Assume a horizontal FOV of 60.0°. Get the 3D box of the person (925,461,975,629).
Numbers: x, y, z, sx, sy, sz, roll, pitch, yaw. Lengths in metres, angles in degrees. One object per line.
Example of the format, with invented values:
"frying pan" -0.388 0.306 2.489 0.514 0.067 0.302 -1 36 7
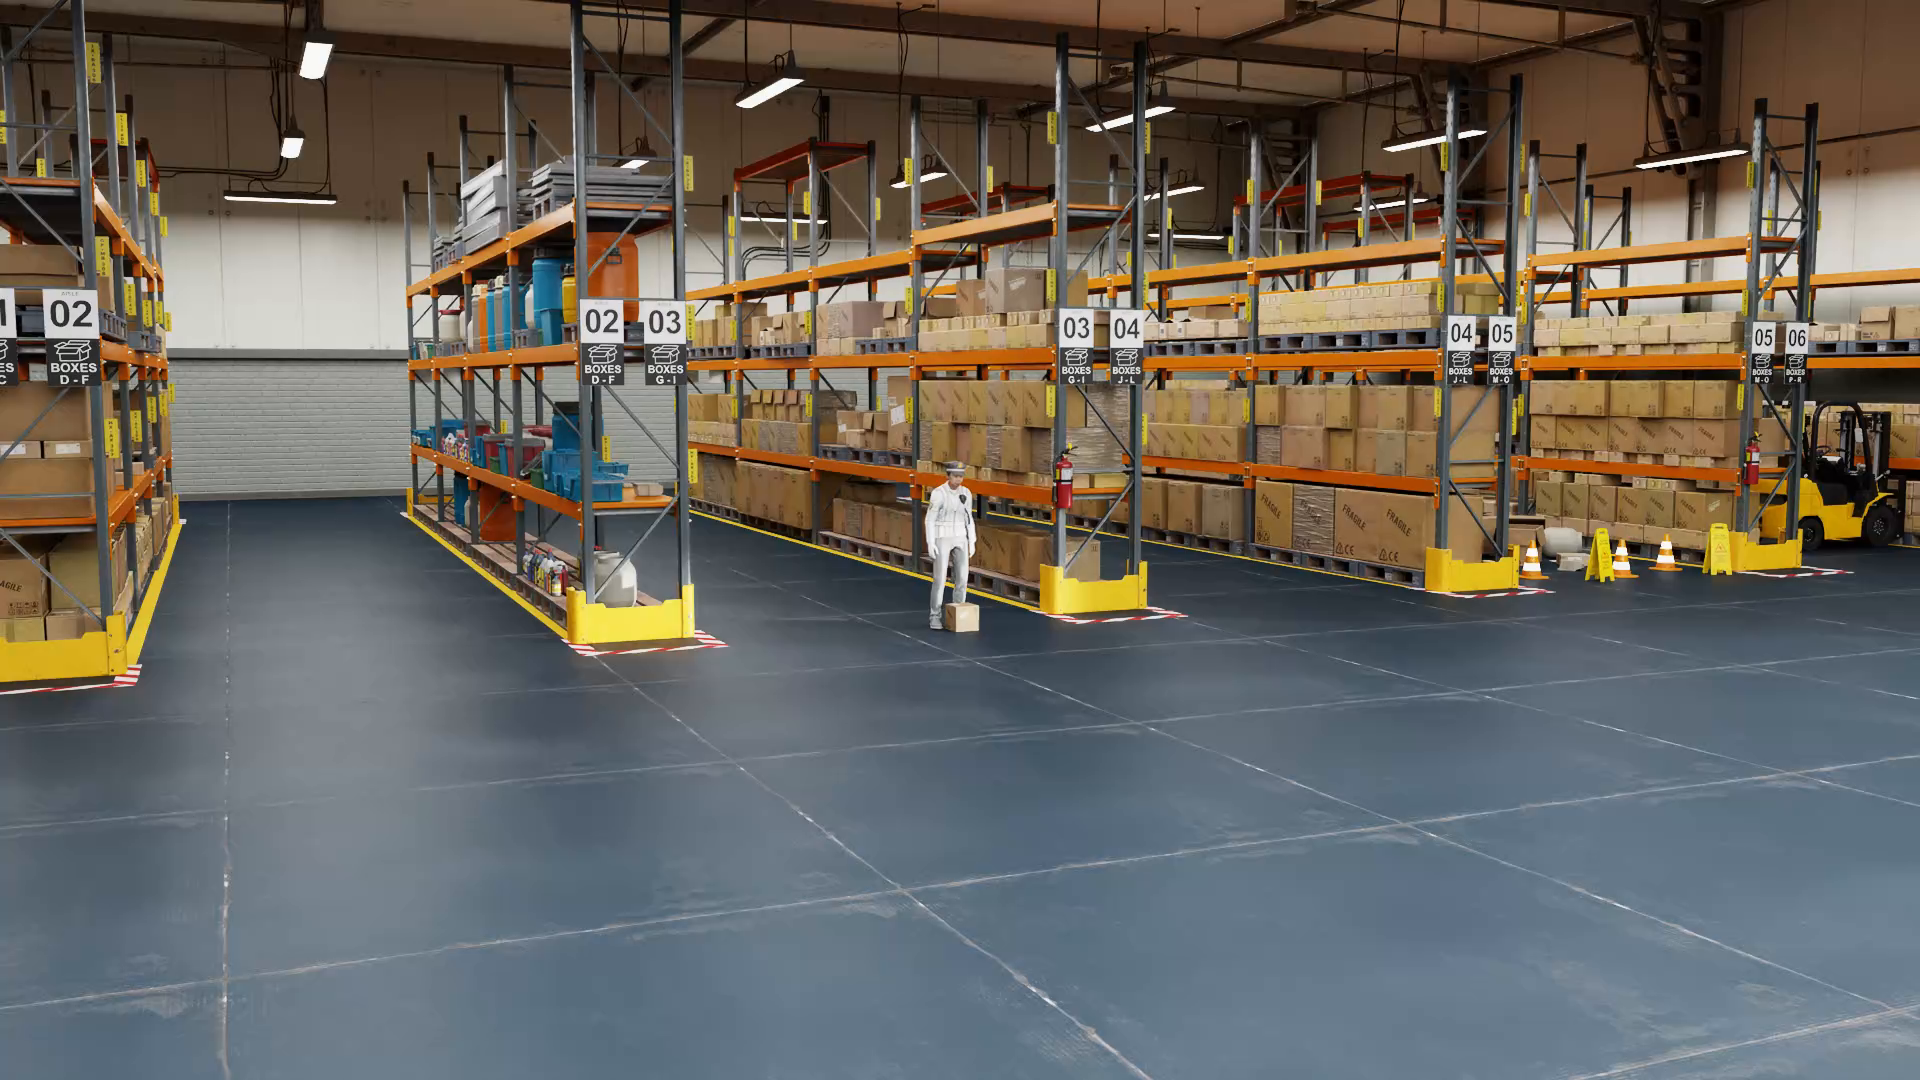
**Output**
"person" -0.083 0.041 16.560 0.527 1.663 0.409 -2 6 -24
